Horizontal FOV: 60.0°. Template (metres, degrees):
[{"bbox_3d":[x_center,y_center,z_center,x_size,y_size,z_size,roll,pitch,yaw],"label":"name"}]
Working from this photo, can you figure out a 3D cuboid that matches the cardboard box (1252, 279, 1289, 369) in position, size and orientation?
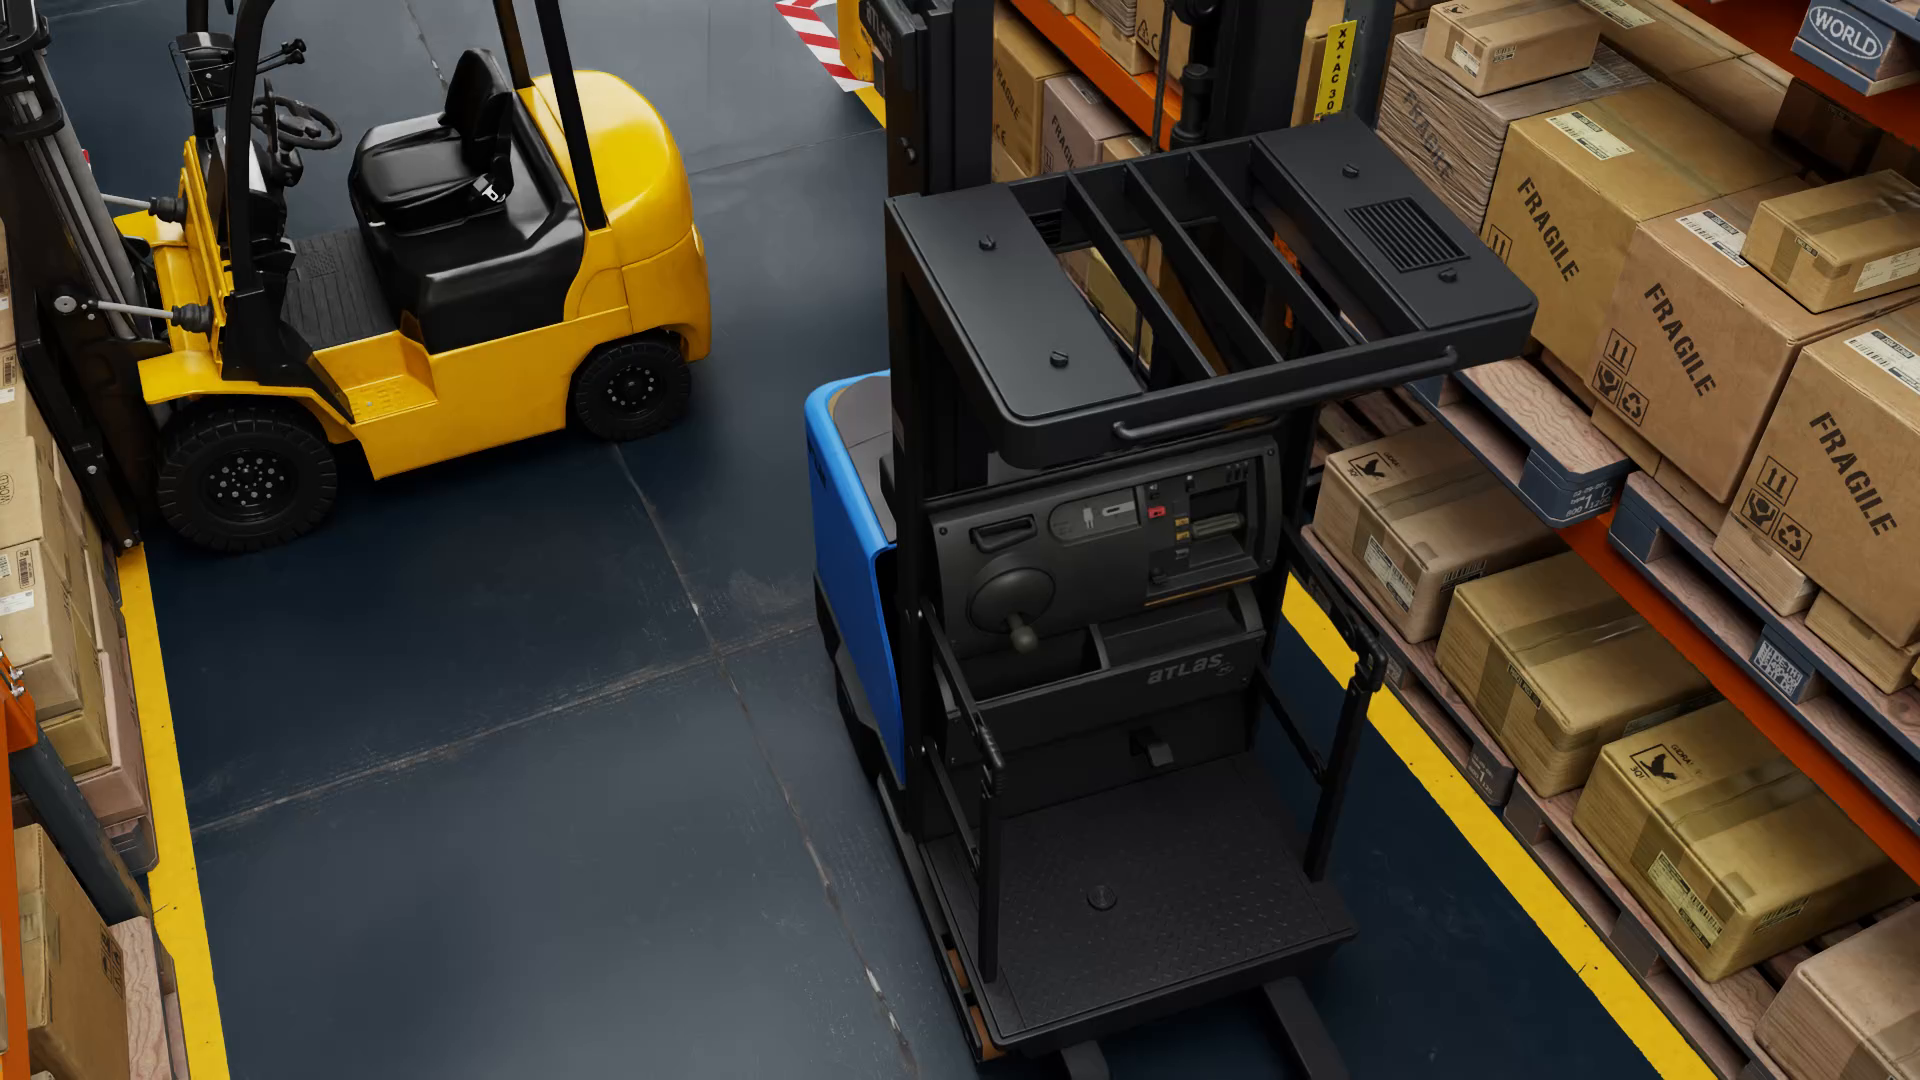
[{"bbox_3d":[1.099,-0.959,6.211,0.500,0.500,0.500,-19,48,-18],"label":"cardboard box"}]

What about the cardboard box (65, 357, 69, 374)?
[{"bbox_3d":[-3.667,-0.789,6.217,0.500,0.250,0.500,-19,48,-18],"label":"cardboard box"}]

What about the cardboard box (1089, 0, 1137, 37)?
[{"bbox_3d":[0.734,-2.230,6.091,0.500,0.500,0.500,-17,47,-16],"label":"cardboard box"}]

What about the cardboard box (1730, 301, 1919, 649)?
[{"bbox_3d":[2.161,-0.168,3.703,0.500,0.500,0.500,-20,48,-19],"label":"cardboard box"}]

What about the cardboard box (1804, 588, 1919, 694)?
[{"bbox_3d":[2.198,0.162,3.830,0.380,0.149,0.250,-19,48,-19],"label":"cardboard box"}]

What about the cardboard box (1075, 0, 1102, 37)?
[{"bbox_3d":[0.669,-2.067,6.388,0.380,0.149,0.250,-19,48,-18],"label":"cardboard box"}]

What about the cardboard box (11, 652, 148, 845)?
[{"bbox_3d":[-2.814,0.668,5.096,0.500,0.250,0.500,-18,47,-17],"label":"cardboard box"}]

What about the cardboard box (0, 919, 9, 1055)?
[{"bbox_3d":[-2.245,0.861,3.348,0.500,0.250,0.500,-18,47,-18],"label":"cardboard box"}]

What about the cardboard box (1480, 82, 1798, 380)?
[{"bbox_3d":[1.739,-0.812,4.355,0.500,0.500,0.500,-18,47,-17],"label":"cardboard box"}]

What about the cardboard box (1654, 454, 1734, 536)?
[{"bbox_3d":[1.995,-0.184,4.180,0.380,0.149,0.250,-18,47,-17],"label":"cardboard box"}]

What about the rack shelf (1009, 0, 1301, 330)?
[{"bbox_3d":[0.750,-2.242,6.898,1.077,0.370,4.000,-18,47,-17],"label":"rack shelf"}]

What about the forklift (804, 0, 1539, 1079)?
[{"bbox_3d":[0.454,0.109,4.053,1.130,2.935,3.031,-14,46,-13],"label":"forklift"}]

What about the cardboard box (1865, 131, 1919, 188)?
[{"bbox_3d":[2.428,-0.914,3.997,0.380,0.149,0.250,-20,48,-19],"label":"cardboard box"}]

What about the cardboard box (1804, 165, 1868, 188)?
[{"bbox_3d":[2.415,-0.641,4.182,0.500,0.500,0.500,-17,47,-16],"label":"cardboard box"}]

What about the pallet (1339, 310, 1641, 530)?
[{"bbox_3d":[1.781,-0.625,4.884,1.003,0.211,1.213,-18,47,-17],"label":"pallet"}]

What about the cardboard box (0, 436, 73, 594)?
[{"bbox_3d":[-3.035,-0.011,5.073,0.500,0.250,0.500,-18,47,-17],"label":"cardboard box"}]

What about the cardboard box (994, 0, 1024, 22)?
[{"bbox_3d":[0.232,-2.267,7.537,0.500,0.500,0.500,-20,48,-19],"label":"cardboard box"}]

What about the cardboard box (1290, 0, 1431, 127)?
[{"bbox_3d":[1.179,-1.574,5.427,0.500,0.500,0.500,-19,48,-18],"label":"cardboard box"}]

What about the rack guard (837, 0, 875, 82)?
[{"bbox_3d":[-0.059,-2.834,8.766,1.175,0.500,0.348,-18,47,-17],"label":"rack guard"}]

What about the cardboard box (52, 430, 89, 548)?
[{"bbox_3d":[-3.249,-0.147,5.566,0.500,0.250,0.500,-18,48,-18],"label":"cardboard box"}]

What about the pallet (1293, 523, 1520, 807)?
[{"bbox_3d":[1.920,0.265,5.831,1.003,0.211,1.213,-18,47,-17],"label":"pallet"}]

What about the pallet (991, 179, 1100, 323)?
[{"bbox_3d":[0.760,-1.427,7.546,1.003,0.211,1.213,-18,47,-17],"label":"pallet"}]

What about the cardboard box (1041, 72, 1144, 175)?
[{"bbox_3d":[0.668,-1.607,6.868,0.500,0.500,0.500,-16,47,-15],"label":"cardboard box"}]

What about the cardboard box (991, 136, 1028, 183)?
[{"bbox_3d":[0.446,-1.676,7.471,0.500,0.250,0.500,-15,47,-15],"label":"cardboard box"}]

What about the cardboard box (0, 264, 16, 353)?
[{"bbox_3d":[-3.469,-0.662,5.732,0.500,0.250,0.500,-19,48,-18],"label":"cardboard box"}]

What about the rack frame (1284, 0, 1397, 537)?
[{"bbox_3d":[1.591,-1.223,5.354,1.000,3.000,0.127,-18,47,-17],"label":"rack frame"}]

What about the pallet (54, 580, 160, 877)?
[{"bbox_3d":[-3.207,0.718,5.371,1.003,0.211,1.213,-18,47,-17],"label":"pallet"}]

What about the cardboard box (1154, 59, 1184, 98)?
[{"bbox_3d":[0.938,-1.757,6.074,0.380,0.149,0.250,-19,48,-18],"label":"cardboard box"}]

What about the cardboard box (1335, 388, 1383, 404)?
[{"bbox_3d":[1.588,-0.850,6.634,0.500,0.250,0.500,-20,48,-19],"label":"cardboard box"}]

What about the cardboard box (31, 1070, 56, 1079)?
[{"bbox_3d":[-2.362,1.767,3.715,0.875,0.625,0.625,-18,48,-18],"label":"cardboard box"}]

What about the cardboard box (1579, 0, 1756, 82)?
[{"bbox_3d":[1.994,-1.287,4.837,0.500,0.500,0.500,-19,48,-18],"label":"cardboard box"}]

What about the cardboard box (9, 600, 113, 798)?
[{"bbox_3d":[-2.834,0.497,4.913,0.500,0.250,0.500,-18,47,-18],"label":"cardboard box"}]

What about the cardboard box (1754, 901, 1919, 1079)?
[{"bbox_3d":[2.727,1.281,4.388,0.950,0.372,0.625,-19,48,-18],"label":"cardboard box"}]

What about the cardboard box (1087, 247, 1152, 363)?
[{"bbox_3d":[0.866,-1.028,6.815,0.500,0.250,0.500,-19,48,-18],"label":"cardboard box"}]

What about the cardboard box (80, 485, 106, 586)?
[{"bbox_3d":[-3.271,0.026,5.746,0.500,0.250,0.500,-17,47,-17],"label":"cardboard box"}]

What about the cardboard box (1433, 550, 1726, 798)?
[{"bbox_3d":[2.119,0.353,5.328,0.950,0.372,0.625,-15,47,-15],"label":"cardboard box"}]

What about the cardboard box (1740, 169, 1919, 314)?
[{"bbox_3d":[2.018,-0.679,3.759,0.380,0.149,0.250,-16,47,-15],"label":"cardboard box"}]

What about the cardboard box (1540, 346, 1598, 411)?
[{"bbox_3d":[1.823,-0.518,4.519,0.380,0.149,0.250,-15,47,-15],"label":"cardboard box"}]

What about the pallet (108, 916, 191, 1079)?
[{"bbox_3d":[-2.566,1.696,4.381,1.003,0.211,1.213,-18,47,-17],"label":"pallet"}]

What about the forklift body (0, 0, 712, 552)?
[{"bbox_3d":[-2.140,-1.332,6.069,2.313,2.155,1.214,-18,47,-17],"label":"forklift body"}]

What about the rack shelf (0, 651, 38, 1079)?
[{"bbox_3d":[-2.070,1.776,2.827,1.077,0.370,4.000,-18,47,-17],"label":"rack shelf"}]
